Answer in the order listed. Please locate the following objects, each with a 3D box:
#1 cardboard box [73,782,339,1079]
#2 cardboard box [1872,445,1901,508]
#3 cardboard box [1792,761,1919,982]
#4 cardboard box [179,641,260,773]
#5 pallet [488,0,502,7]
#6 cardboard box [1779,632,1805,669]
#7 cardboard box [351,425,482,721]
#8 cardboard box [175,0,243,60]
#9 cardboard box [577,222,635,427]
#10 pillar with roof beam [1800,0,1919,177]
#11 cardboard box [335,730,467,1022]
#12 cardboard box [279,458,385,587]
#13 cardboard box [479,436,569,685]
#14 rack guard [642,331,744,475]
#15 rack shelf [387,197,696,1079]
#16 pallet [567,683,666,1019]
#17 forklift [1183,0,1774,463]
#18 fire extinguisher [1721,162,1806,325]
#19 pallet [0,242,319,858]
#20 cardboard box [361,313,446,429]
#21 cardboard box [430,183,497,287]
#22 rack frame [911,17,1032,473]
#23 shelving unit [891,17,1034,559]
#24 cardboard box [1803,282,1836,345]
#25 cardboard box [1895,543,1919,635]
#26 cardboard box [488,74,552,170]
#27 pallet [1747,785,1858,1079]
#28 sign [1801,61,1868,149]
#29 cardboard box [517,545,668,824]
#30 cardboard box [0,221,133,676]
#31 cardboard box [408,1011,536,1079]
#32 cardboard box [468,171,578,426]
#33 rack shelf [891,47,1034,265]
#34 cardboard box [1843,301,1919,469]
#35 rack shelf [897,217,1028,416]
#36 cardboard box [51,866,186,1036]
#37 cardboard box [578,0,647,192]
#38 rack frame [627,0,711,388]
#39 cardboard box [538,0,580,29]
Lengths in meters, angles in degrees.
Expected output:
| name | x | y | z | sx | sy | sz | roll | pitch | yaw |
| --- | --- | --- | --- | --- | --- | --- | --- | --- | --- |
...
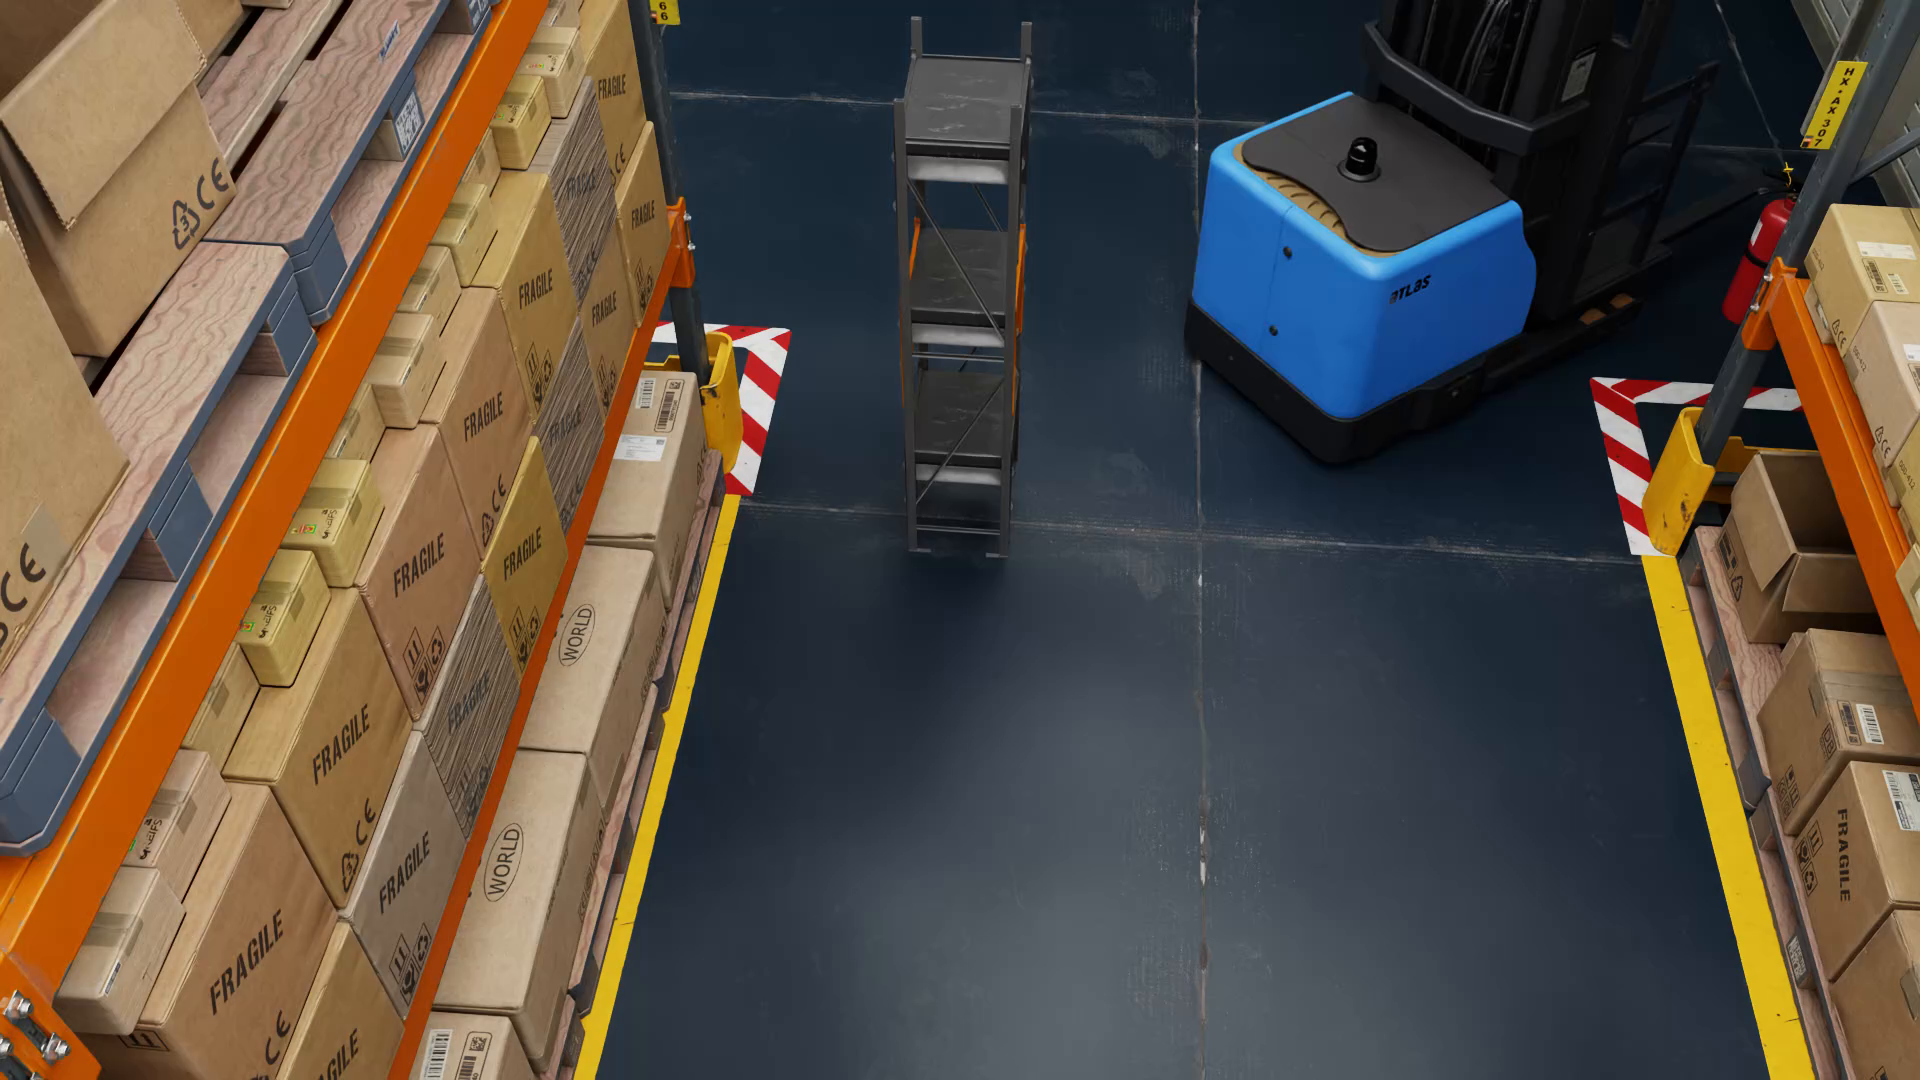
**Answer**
| name | x | y | z | sx | sy | sz | roll | pitch | yaw |
| --- | --- | --- | --- | --- | --- | --- | --- | --- | --- |
| cardboard box | -1.612 | 0.807 | 3.260 | 0.500 | 0.500 | 0.500 | 4 | 48 | 4 |
| cardboard box | 3.058 | -0.221 | 5.116 | 0.380 | 0.149 | 0.250 | 5 | 48 | 5 |
| cardboard box | 2.997 | 1.056 | 5.187 | 0.500 | 0.500 | 0.500 | 5 | 48 | 4 |
| cardboard box | -1.621 | 0.327 | 3.259 | 0.380 | 0.149 | 0.250 | 3 | 48 | 3 |
| pallet | -1.589 | -1.864 | 4.475 | 1.003 | 0.211 | 1.213 | 4 | 48 | 4 |
| cardboard box | 3.184 | 0.477 | 5.954 | 0.380 | 0.149 | 0.250 | 2 | 48 | 2 |
| cardboard box | -1.502 | 0.061 | 3.942 | 0.500 | 0.500 | 0.500 | 5 | 48 | 4 |
| cardboard box | -1.865 | -1.178 | 3.367 | 0.500 | 0.500 | 0.500 | 5 | 48 | 4 |
| cardboard box | -1.373 | -0.721 | 5.335 | 0.500 | 0.500 | 0.500 | 3 | 48 | 3 |
| pillar with roof beam | 0.268 | -5.331 | 5.554 | 9.100 | 9.000 | 0.400 | 4 | 48 | 4 |
| cardboard box | -1.543 | 0.782 | 3.961 | 0.500 | 0.500 | 0.500 | 4 | 48 | 4 |
| cardboard box | -1.484 | -0.044 | 3.599 | 0.380 | 0.149 | 0.250 | 3 | 48 | 2 |
| cardboard box | -1.444 | 0.038 | 4.641 | 0.500 | 0.500 | 0.500 | 5 | 48 | 5 |
| rack guard | -1.530 | -0.601 | 6.987 | 1.175 | 0.500 | 0.348 | 4 | 48 | 4 |
| rack shelf | -1.714 | 0.285 | 4.970 | 1.077 | 0.370 | 4.000 | 4 | 48 | 4 |
| pallet | -1.641 | 1.001 | 5.718 | 1.003 | 0.211 | 1.213 | 4 | 48 | 4 |
| forklift | 2.518 | -2.177 | 6.781 | 3.031 | 2.935 | 1.130 | -26 | 53 | -22 |
| fire extinguisher | 2.965 | -1.083 | 6.039 | 0.296 | 0.674 | 0.183 | 4 | 48 | 4 |
| pallet | -1.811 | -0.071 | 2.835 | 1.003 | 0.211 | 1.213 | 4 | 48 | 4 |
| cardboard box | -1.452 | -0.411 | 3.934 | 0.380 | 0.149 | 0.250 | 4 | 48 | 4 |
| cardboard box | -1.427 | -0.799 | 4.289 | 0.380 | 0.149 | 0.250 | 5 | 48 | 4 |
| rack frame | 0.037 | -1.010 | 6.276 | 0.400 | 2.100 | 0.015 | 4 | 48 | 4 |
| shelving unit | 0.015 | -0.830 | 6.112 | 0.431 | 2.100 | 0.503 | 4 | 48 | 4 |
| cardboard box | 3.108 | -0.788 | 5.634 | 0.380 | 0.149 | 0.250 | 4 | 48 | 3 |
| cardboard box | 2.941 | 0.155 | 4.772 | 0.380 | 0.149 | 0.250 | 3 | 48 | 2 |
| cardboard box | -1.368 | -1.174 | 4.632 | 0.380 | 0.149 | 0.250 | 5 | 48 | 4 |
| pallet | 3.219 | 1.381 | 5.370 | 1.003 | 0.211 | 1.213 | 4 | 48 | 4 |
| sign | 2.871 | -1.425 | 5.460 | 0.100 | 0.325 | 0.005 | 4 | 48 | 4 |
| cardboard box | -1.568 | 0.460 | 5.774 | 0.875 | 0.438 | 0.875 | 5 | 48 | 5 |
| cardboard box | -1.634 | -0.128 | 2.407 | 0.500 | 0.500 | 0.500 | 5 | 48 | 4 |
| cardboard box | -1.732 | 1.781 | 4.566 | 0.875 | 0.438 | 0.875 | 3 | 48 | 3 |
| cardboard box | -1.405 | -0.679 | 4.619 | 0.500 | 0.500 | 0.500 | 4 | 48 | 3 |
| rack shelf | 0.015 | -1.294 | 5.606 | 0.431 | 0.518 | 0.480 | 4 | 48 | 4 |
| cardboard box | 3.056 | -0.460 | 5.064 | 0.500 | 0.250 | 0.500 | 4 | 48 | 4 |
| rack shelf | 0.015 | -0.821 | 6.122 | 0.431 | 0.518 | 0.480 | 4 | 48 | 4 |
| cardboard box | -1.609 | 0.707 | 2.911 | 0.380 | 0.149 | 0.250 | 3 | 48 | 3 |
| cardboard box | -1.339 | -1.428 | 5.304 | 0.500 | 0.500 | 0.500 | 5 | 48 | 5 |
| rack frame | -1.532 | -1.427 | 6.049 | 1.000 | 3.000 | 0.127 | 4 | 48 | 4 |
| cardboard box | -1.364 | -1.552 | 4.978 | 0.380 | 0.149 | 0.250 | 5 | 48 | 4 |
